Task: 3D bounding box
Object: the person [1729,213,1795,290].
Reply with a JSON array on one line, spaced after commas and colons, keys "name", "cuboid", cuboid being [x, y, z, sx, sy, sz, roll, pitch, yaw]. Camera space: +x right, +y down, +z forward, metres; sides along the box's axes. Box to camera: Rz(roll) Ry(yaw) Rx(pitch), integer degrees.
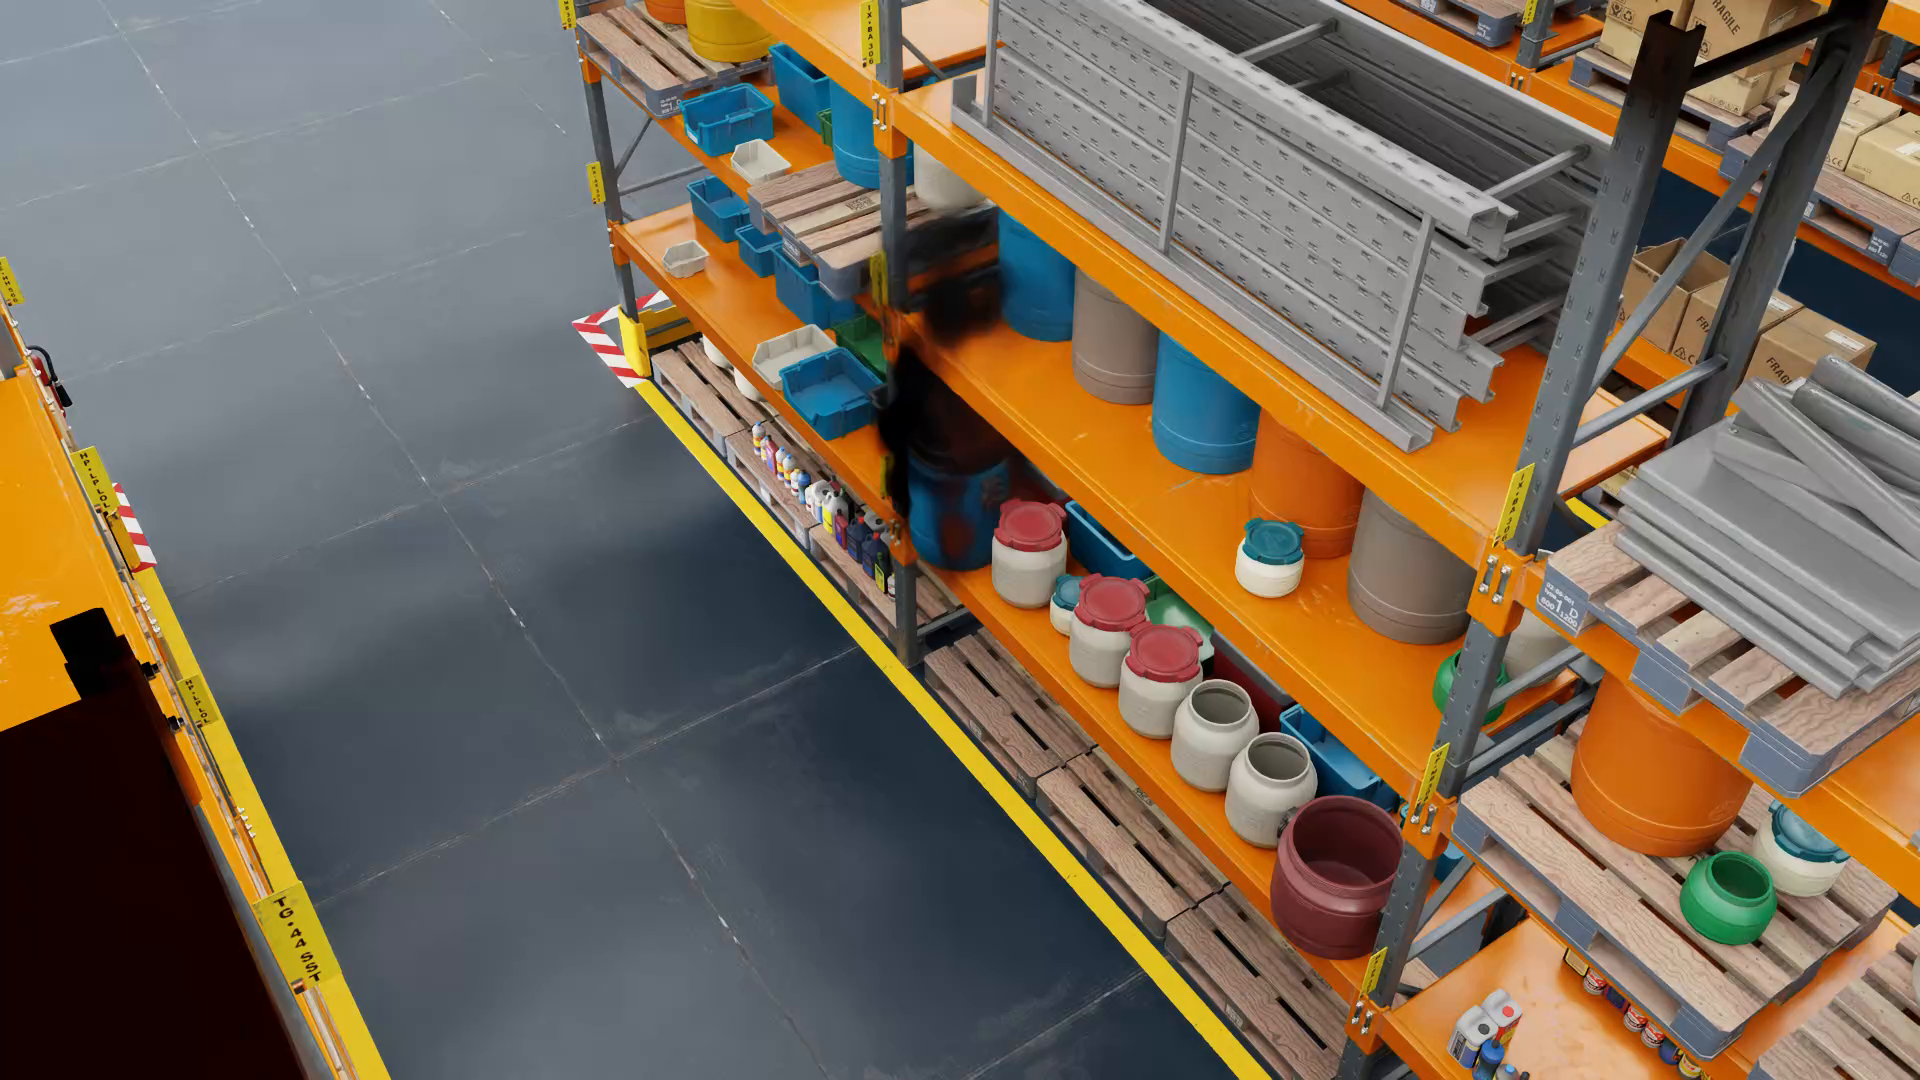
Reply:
[{"name": "person", "cuboid": [6.455, -2.316, 13.120, 0.768, 1.562, 0.624, 18, 46, 19]}]
